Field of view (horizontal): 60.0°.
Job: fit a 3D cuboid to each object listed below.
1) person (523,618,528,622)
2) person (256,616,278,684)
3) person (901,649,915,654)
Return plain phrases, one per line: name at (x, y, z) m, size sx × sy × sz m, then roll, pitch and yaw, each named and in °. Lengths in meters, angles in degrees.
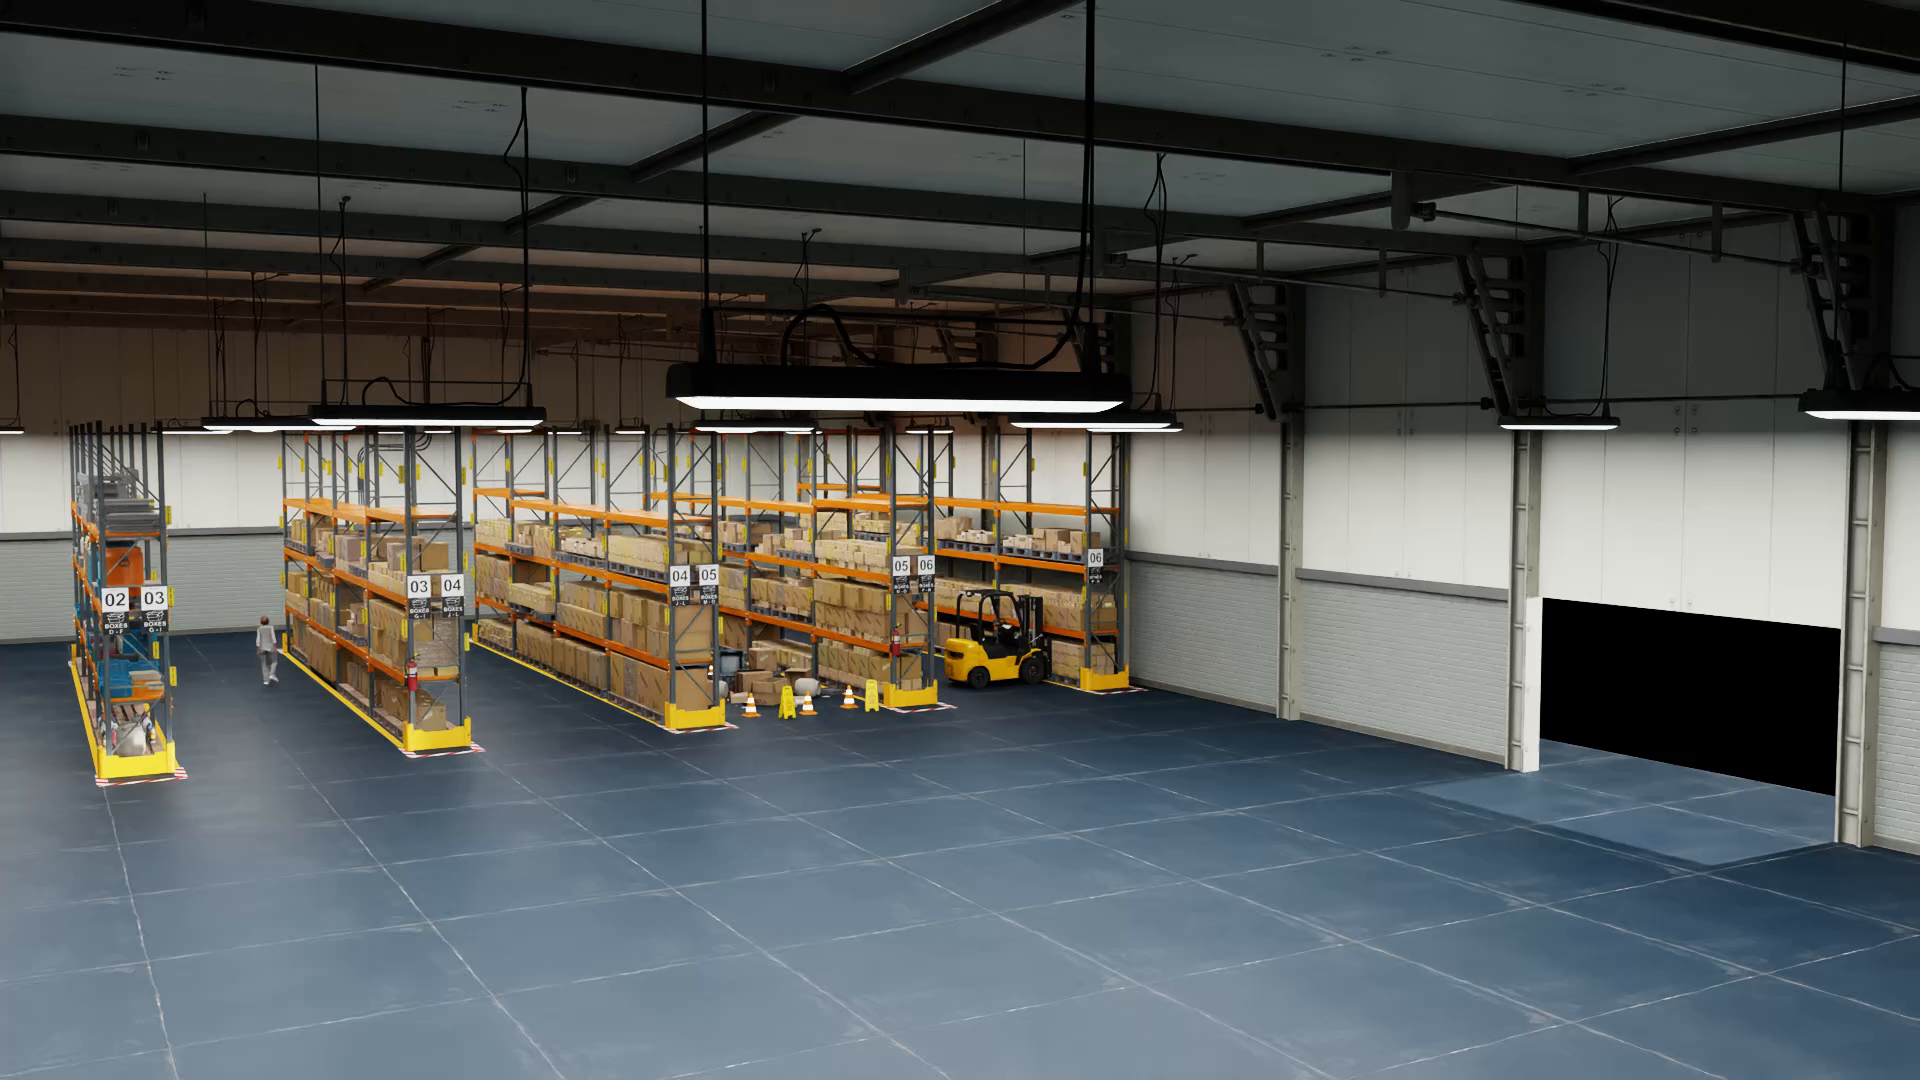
person at (-13.314, 1.686, 50.919) m, size 0.557 × 1.754 × 0.660 m, roll 1°, pitch 4°, yaw 18°
person at (-16.024, 2.556, 38.453) m, size 0.466 × 1.587 × 0.451 m, roll -1°, pitch 4°, yaw -15°
person at (-1.199, 2.369, 40.064) m, size 0.553 × 1.384 × 0.743 m, roll -2°, pitch 4°, yaw -27°
